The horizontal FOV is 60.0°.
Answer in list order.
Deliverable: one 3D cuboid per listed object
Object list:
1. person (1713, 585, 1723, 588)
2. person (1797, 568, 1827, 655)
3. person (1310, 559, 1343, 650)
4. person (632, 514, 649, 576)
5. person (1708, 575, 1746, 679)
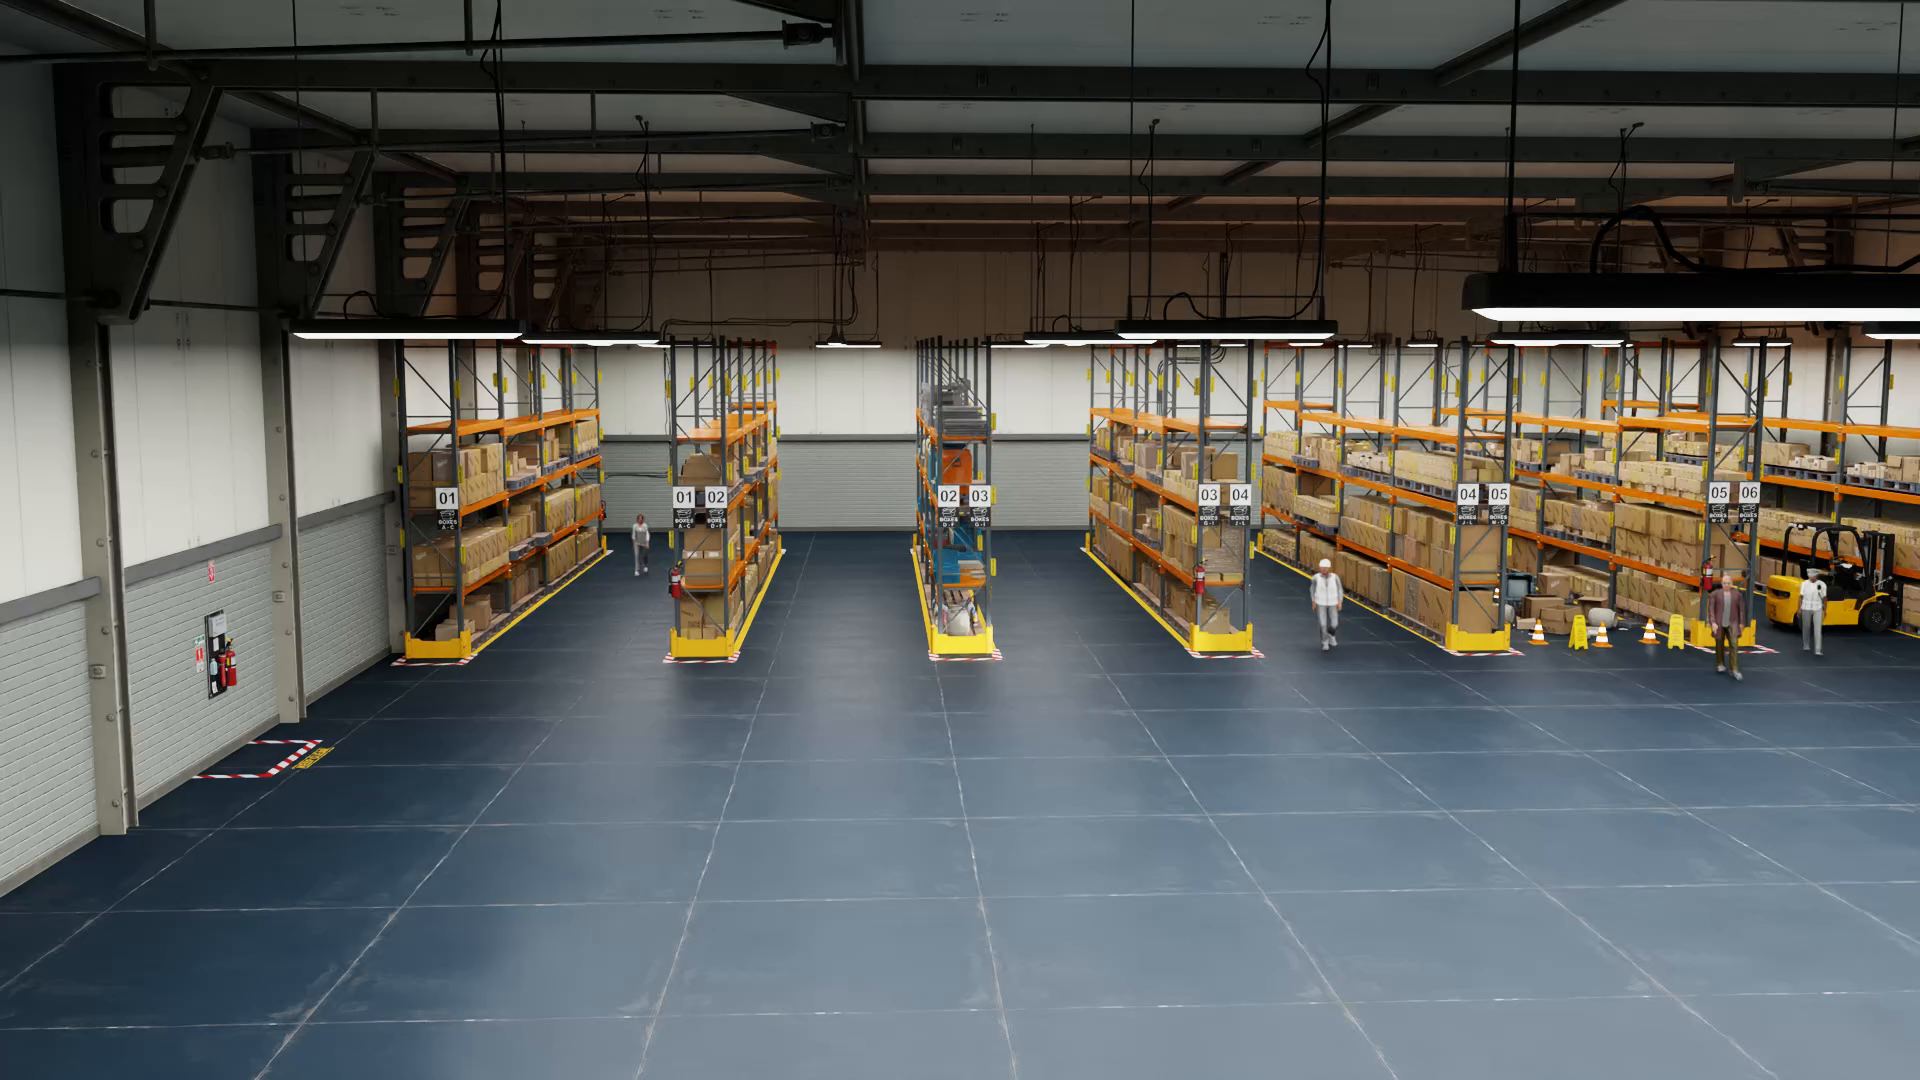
[{"bbox_3d":[16.534,0.814,36.319,0.495,1.676,0.690,-2,7,-15],"label":"person"},{"bbox_3d":[16.155,1.336,31.522,0.488,1.614,0.894,4,8,33],"label":"person"},{"bbox_3d":[7.057,1.221,32.044,0.612,1.757,0.565,1,7,6],"label":"person"},{"bbox_3d":[-8.167,0.125,42.491,0.451,1.509,0.972,0,6,-3],"label":"person"},{"bbox_3d":[13.529,1.599,29.365,0.621,1.548,0.939,3,7,24],"label":"person"}]
